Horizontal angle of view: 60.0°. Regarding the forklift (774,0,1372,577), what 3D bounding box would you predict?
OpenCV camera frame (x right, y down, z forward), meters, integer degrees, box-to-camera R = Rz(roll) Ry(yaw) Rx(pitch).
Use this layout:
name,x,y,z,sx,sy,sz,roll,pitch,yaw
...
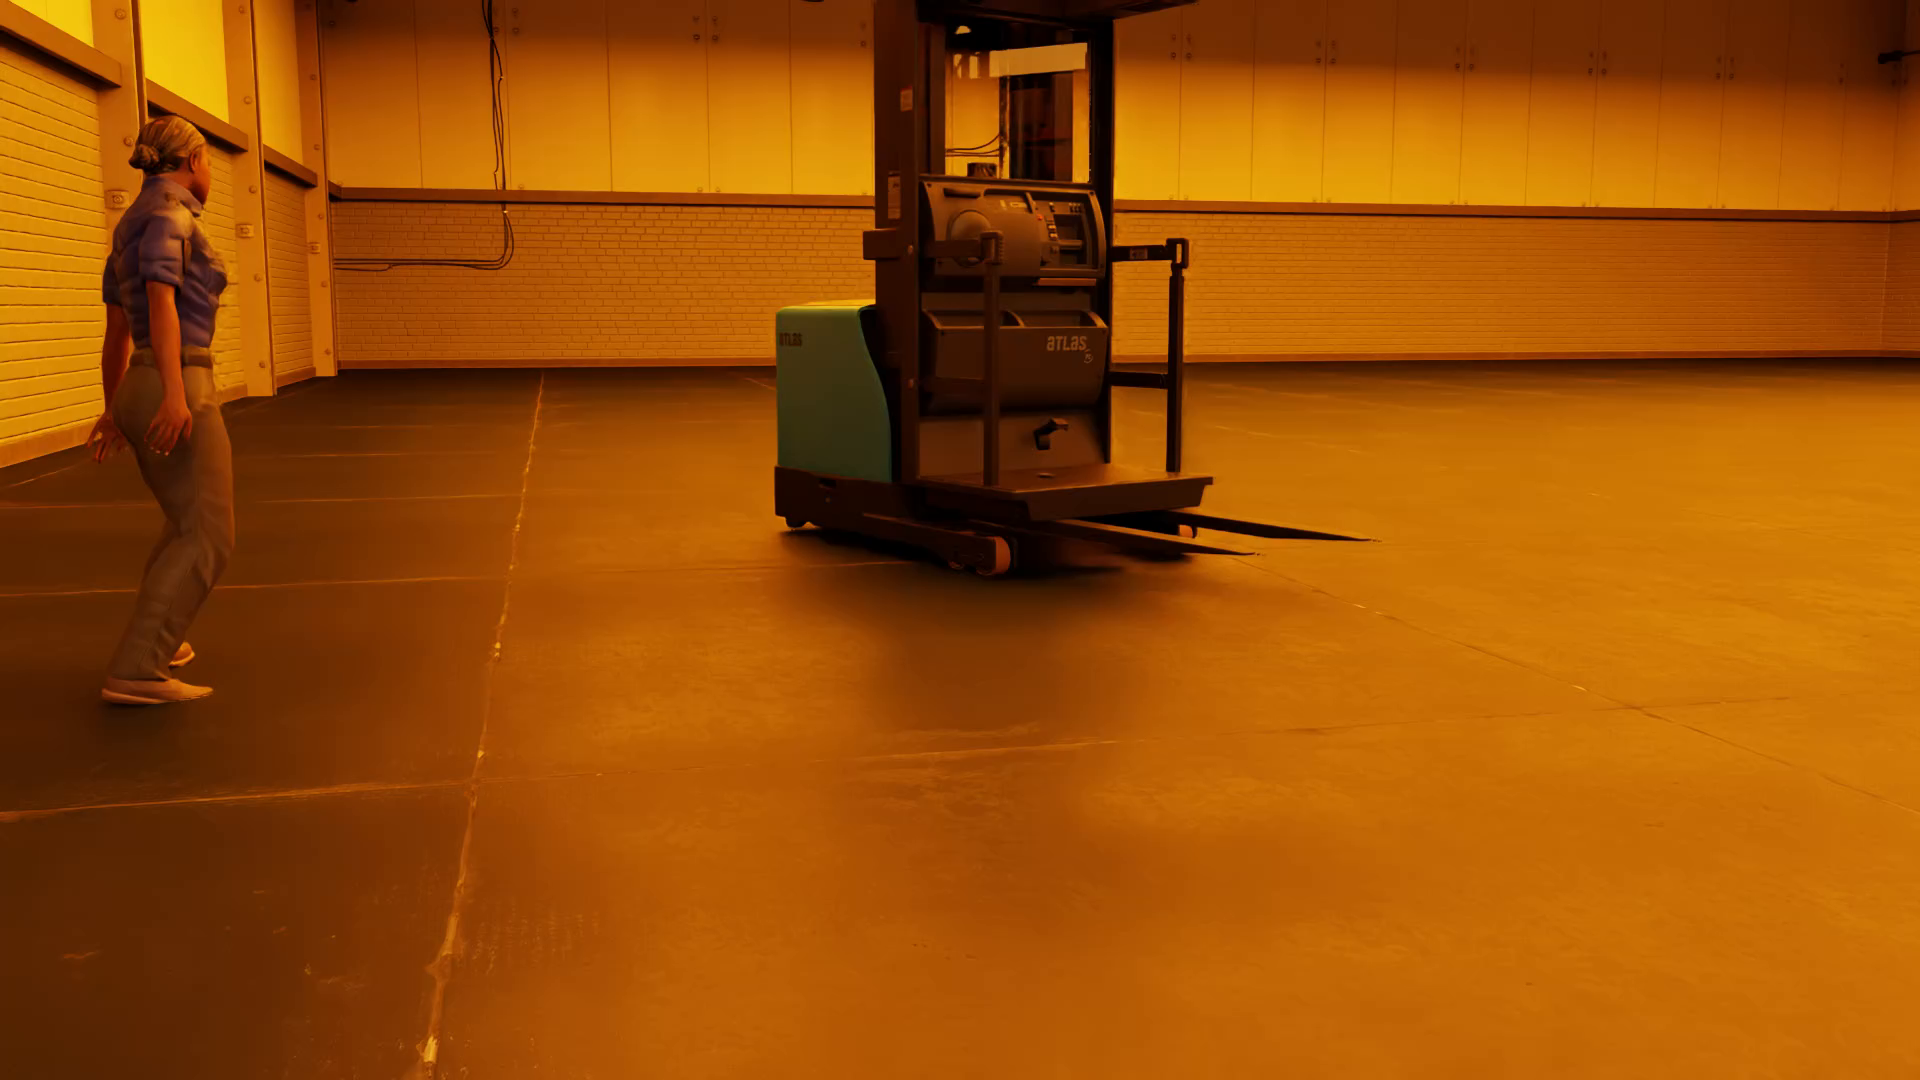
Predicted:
name,x,y,z,sx,sy,sz,roll,pitch,yaw
forklift,0.370,-1.380,6.994,1.130,2.935,3.031,-6,10,-35

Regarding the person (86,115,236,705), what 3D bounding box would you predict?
name,x,y,z,sx,sy,sz,roll,pitch,yaw
person,-2.239,-0.358,4.623,0.409,1.632,0.812,-6,10,-35
